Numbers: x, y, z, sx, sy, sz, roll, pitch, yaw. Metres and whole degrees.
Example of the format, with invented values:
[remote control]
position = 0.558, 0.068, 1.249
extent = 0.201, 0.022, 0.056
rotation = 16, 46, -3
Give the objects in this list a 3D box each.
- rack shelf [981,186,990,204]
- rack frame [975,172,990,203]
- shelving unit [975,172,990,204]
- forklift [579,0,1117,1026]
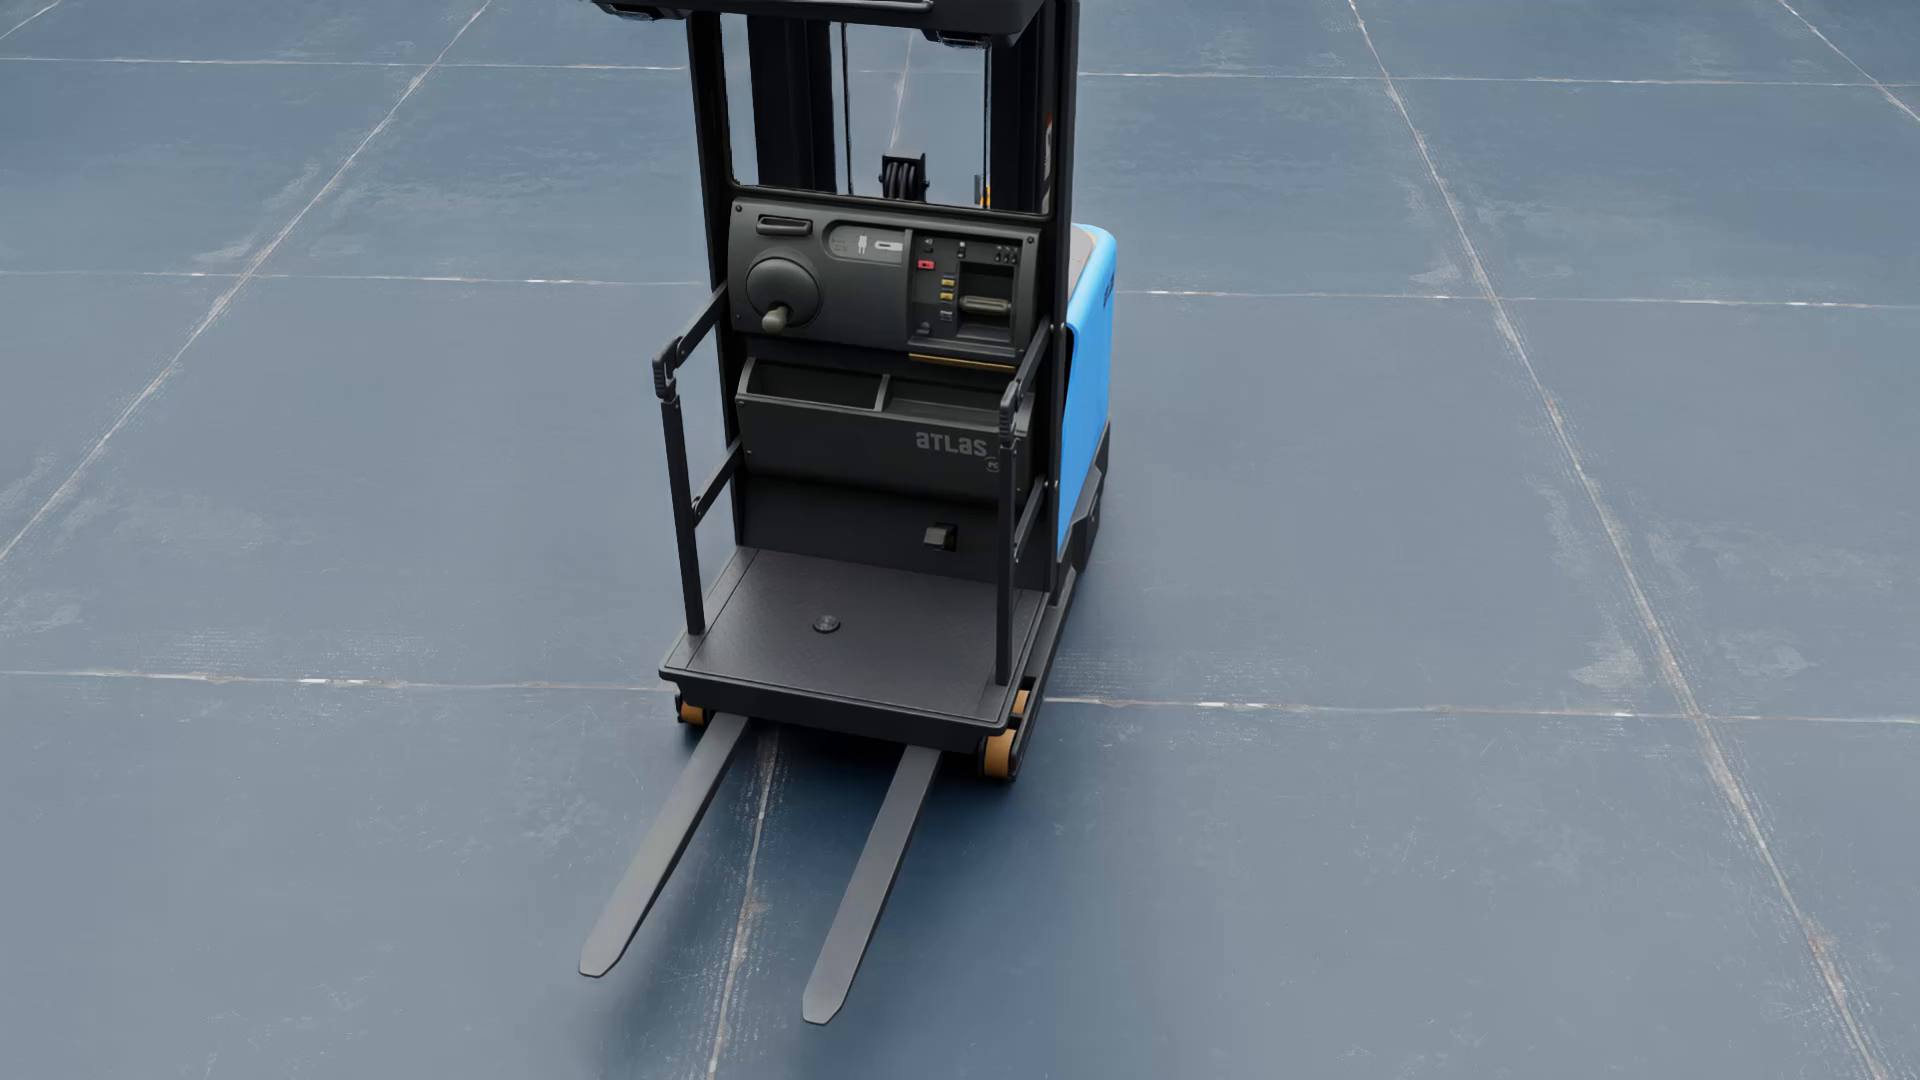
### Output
[rack shelf]
position = 0.233, -1.289, 6.357
extent = 0.258, 0.148, 0.480
rotation = 8, 36, 12
[rack frame]
position = 0.173, -0.831, 6.390
extent = 0.240, 1.200, 0.015
rotation = 8, 36, 12
[shelving unit]
position = 0.233, -0.967, 6.583
extent = 0.258, 1.200, 0.503
rotation = 8, 36, 12
[forklift]
position = -0.283, -0.699, 4.695
extent = 1.130, 2.935, 3.031
rotation = 8, 36, 12
